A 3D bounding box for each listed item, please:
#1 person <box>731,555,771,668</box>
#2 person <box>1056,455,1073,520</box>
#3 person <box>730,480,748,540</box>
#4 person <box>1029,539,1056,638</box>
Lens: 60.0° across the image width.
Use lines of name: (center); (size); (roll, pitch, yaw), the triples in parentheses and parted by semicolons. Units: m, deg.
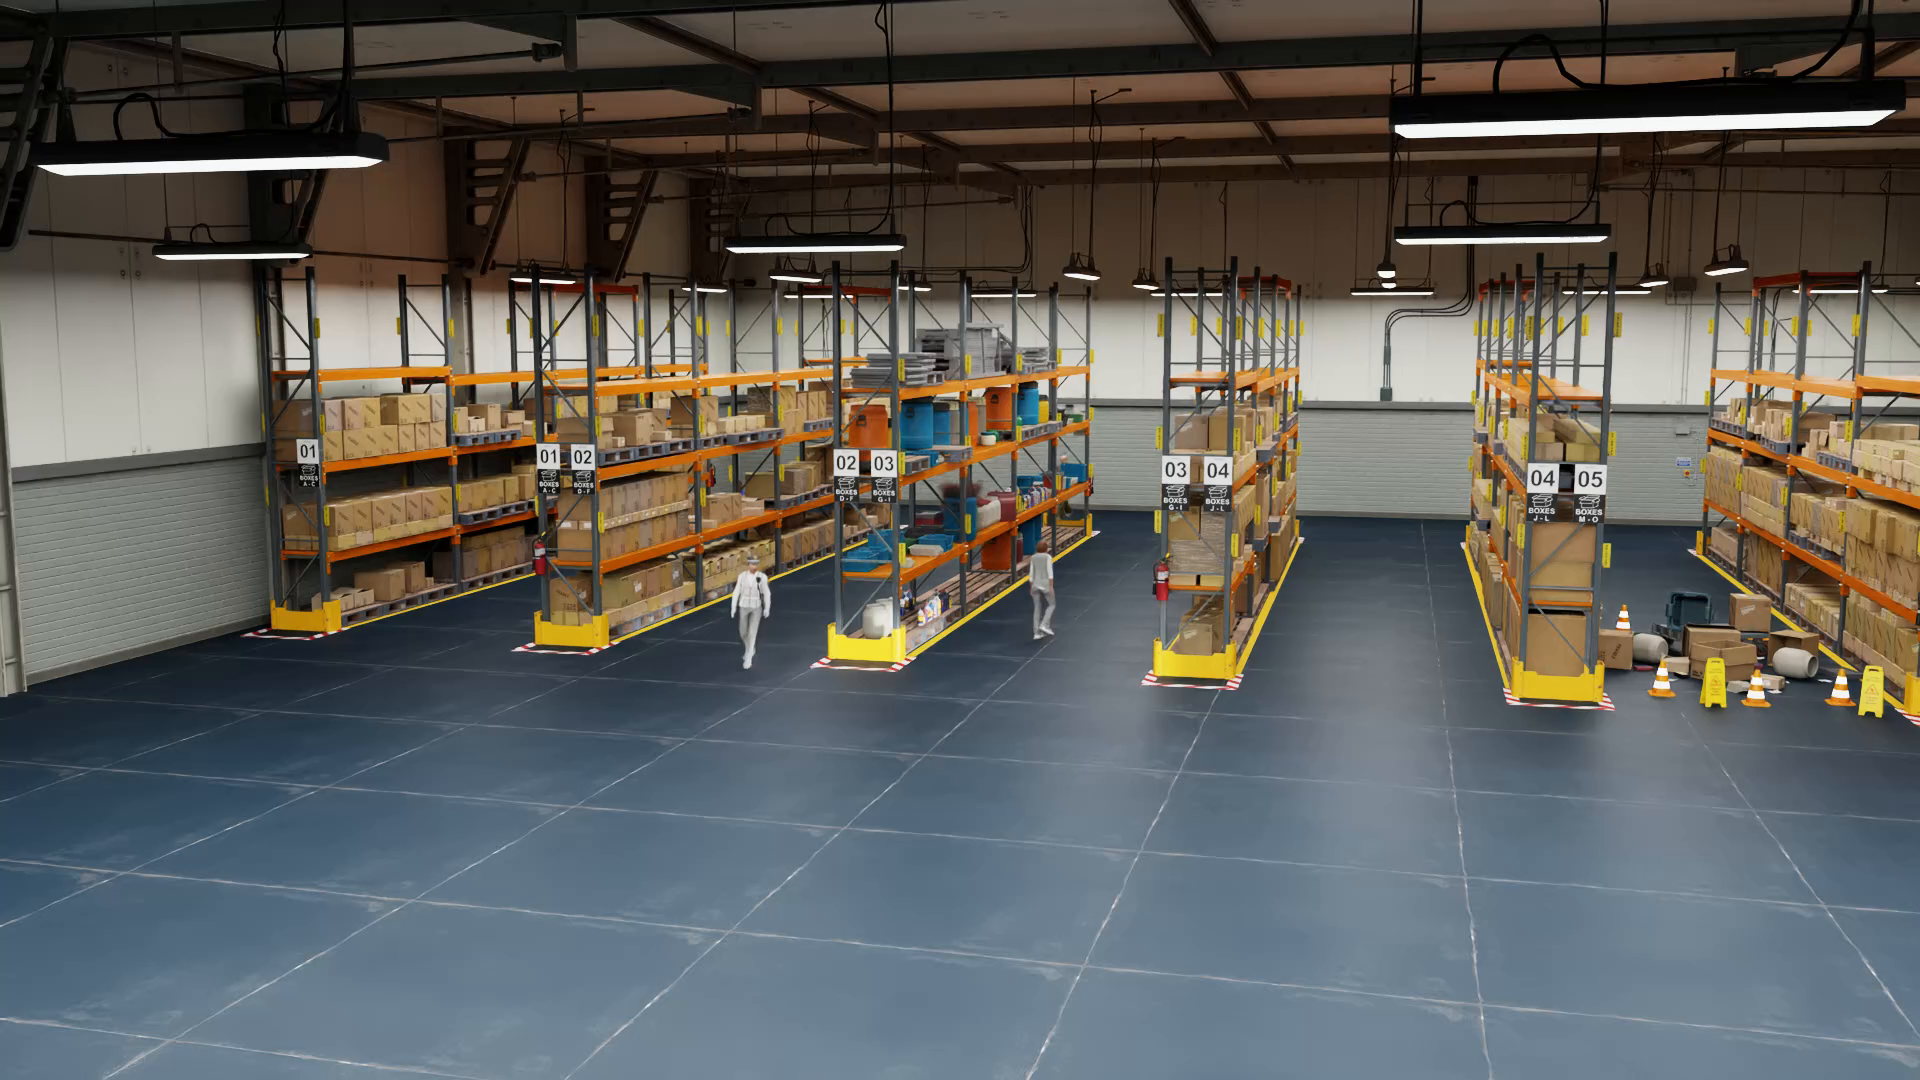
person: (-3.142, 1.049, 24.931); (0.536, 1.675, 0.733); (0, 7, 1)
person: (2.668, -1.342, 43.298); (0.606, 1.706, 1.138); (5, 9, 35)
person: (-4.979, -0.568, 37.549); (0.523, 1.595, 1.021); (2, 7, 12)
person: (1.322, 0.790, 26.977); (0.456, 1.581, 0.465); (3, 8, 26)
